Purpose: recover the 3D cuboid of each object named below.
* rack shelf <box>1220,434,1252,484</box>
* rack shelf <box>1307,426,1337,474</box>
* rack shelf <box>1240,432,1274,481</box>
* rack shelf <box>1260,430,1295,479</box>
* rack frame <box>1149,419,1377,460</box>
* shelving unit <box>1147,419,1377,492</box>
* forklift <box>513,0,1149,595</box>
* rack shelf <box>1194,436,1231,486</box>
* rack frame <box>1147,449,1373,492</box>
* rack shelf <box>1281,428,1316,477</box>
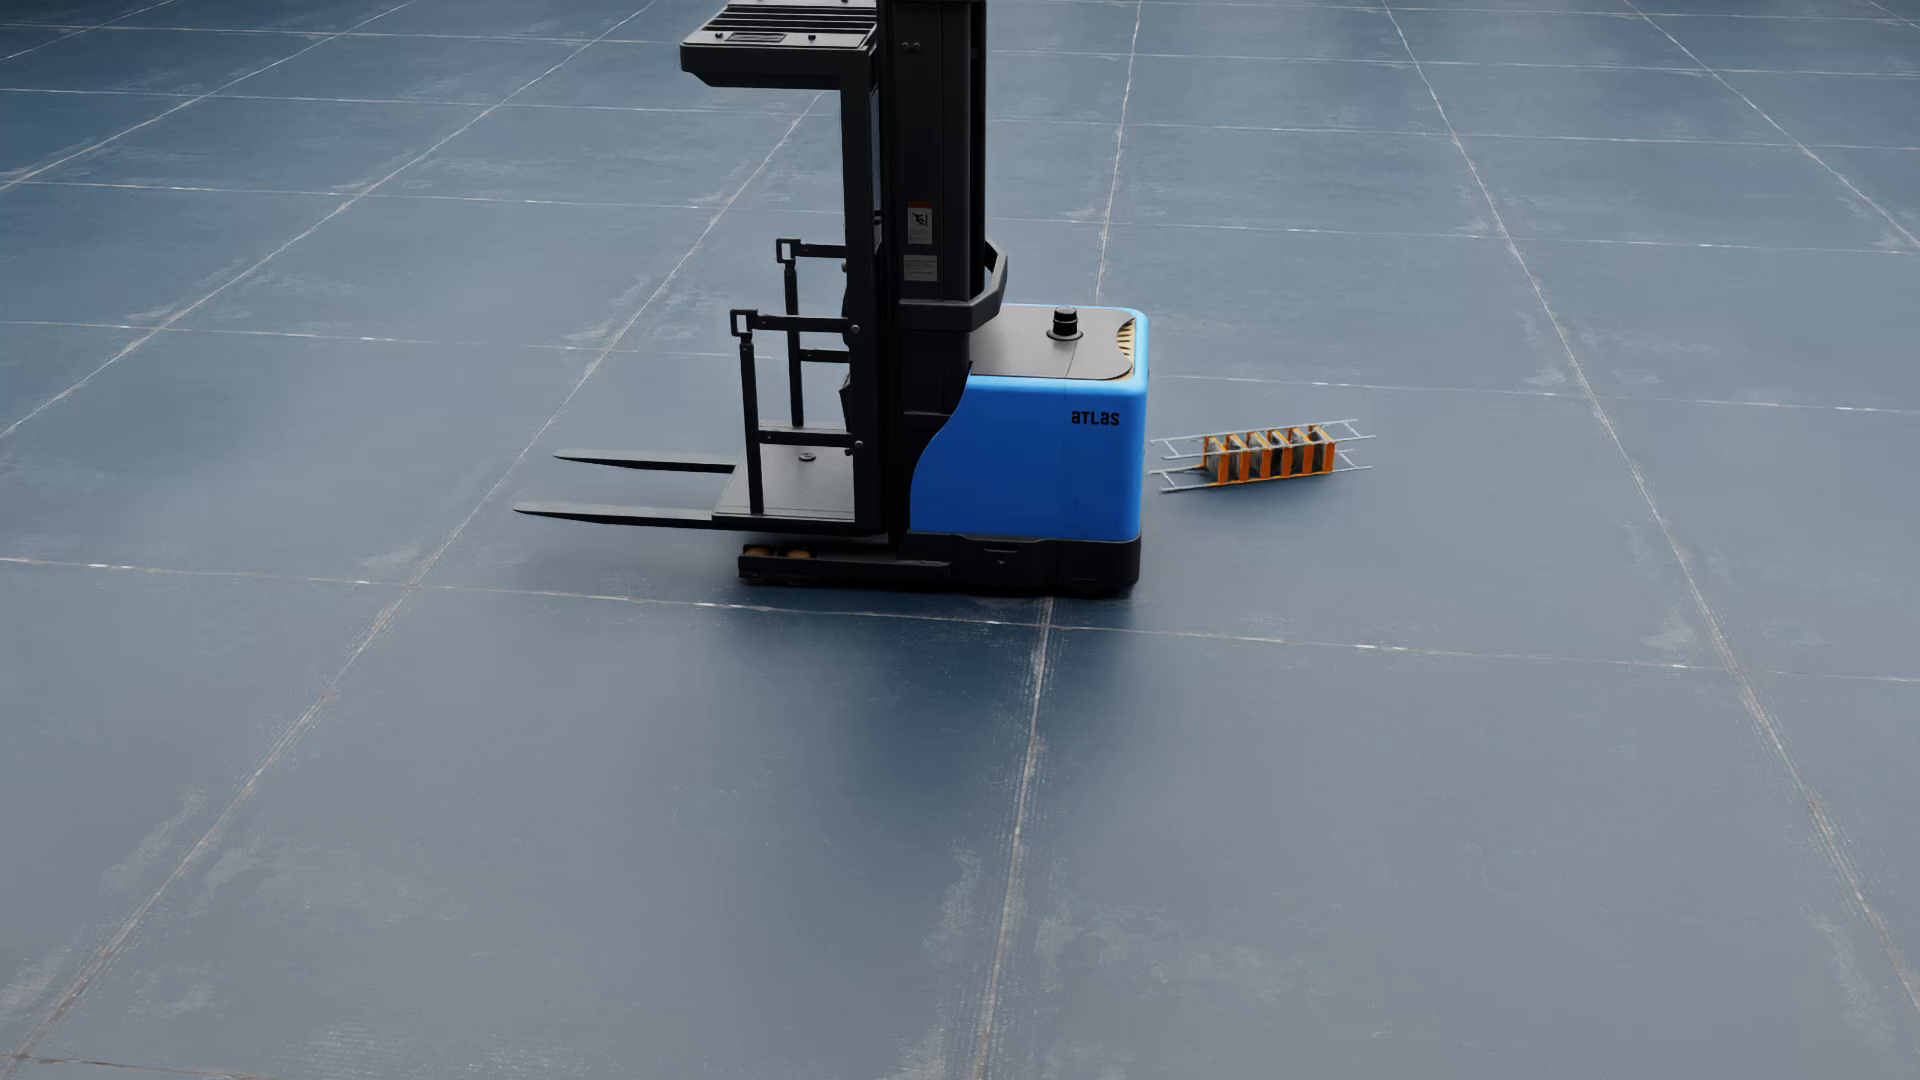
[{"bbox_3d":[1.455,-0.439,8.857,0.103,0.180,0.258,-6,29,-12],"label":"rack shelf"},{"bbox_3d":[1.921,-0.492,8.960,0.103,0.180,0.258,-6,29,-12],"label":"rack shelf"},{"bbox_3d":[1.571,-0.453,8.883,0.103,0.180,0.258,-6,29,-12],"label":"rack shelf"},{"bbox_3d":[1.688,-0.466,8.909,0.103,0.180,0.258,-6,29,-12],"label":"rack shelf"},{"bbox_3d":[1.615,-0.538,8.849,1.200,0.006,0.240,-6,29,-12],"label":"rack frame"},{"bbox_3d":[1.614,-0.457,8.892,1.200,0.189,0.258,-6,29,-12],"label":"shelving unit"},{"bbox_3d":[-0.626,-1.322,7.614,3.031,2.935,1.130,3,28,5],"label":"forklift"},{"bbox_3d":[1.338,-0.426,8.831,0.103,0.180,0.258,-6,29,-12],"label":"rack shelf"},{"bbox_3d":[1.614,-0.377,8.936,1.200,0.006,0.240,-6,29,-12],"label":"rack frame"},{"bbox_3d":[1.804,-0.479,8.934,0.103,0.180,0.258,-6,29,-12],"label":"rack shelf"}]
